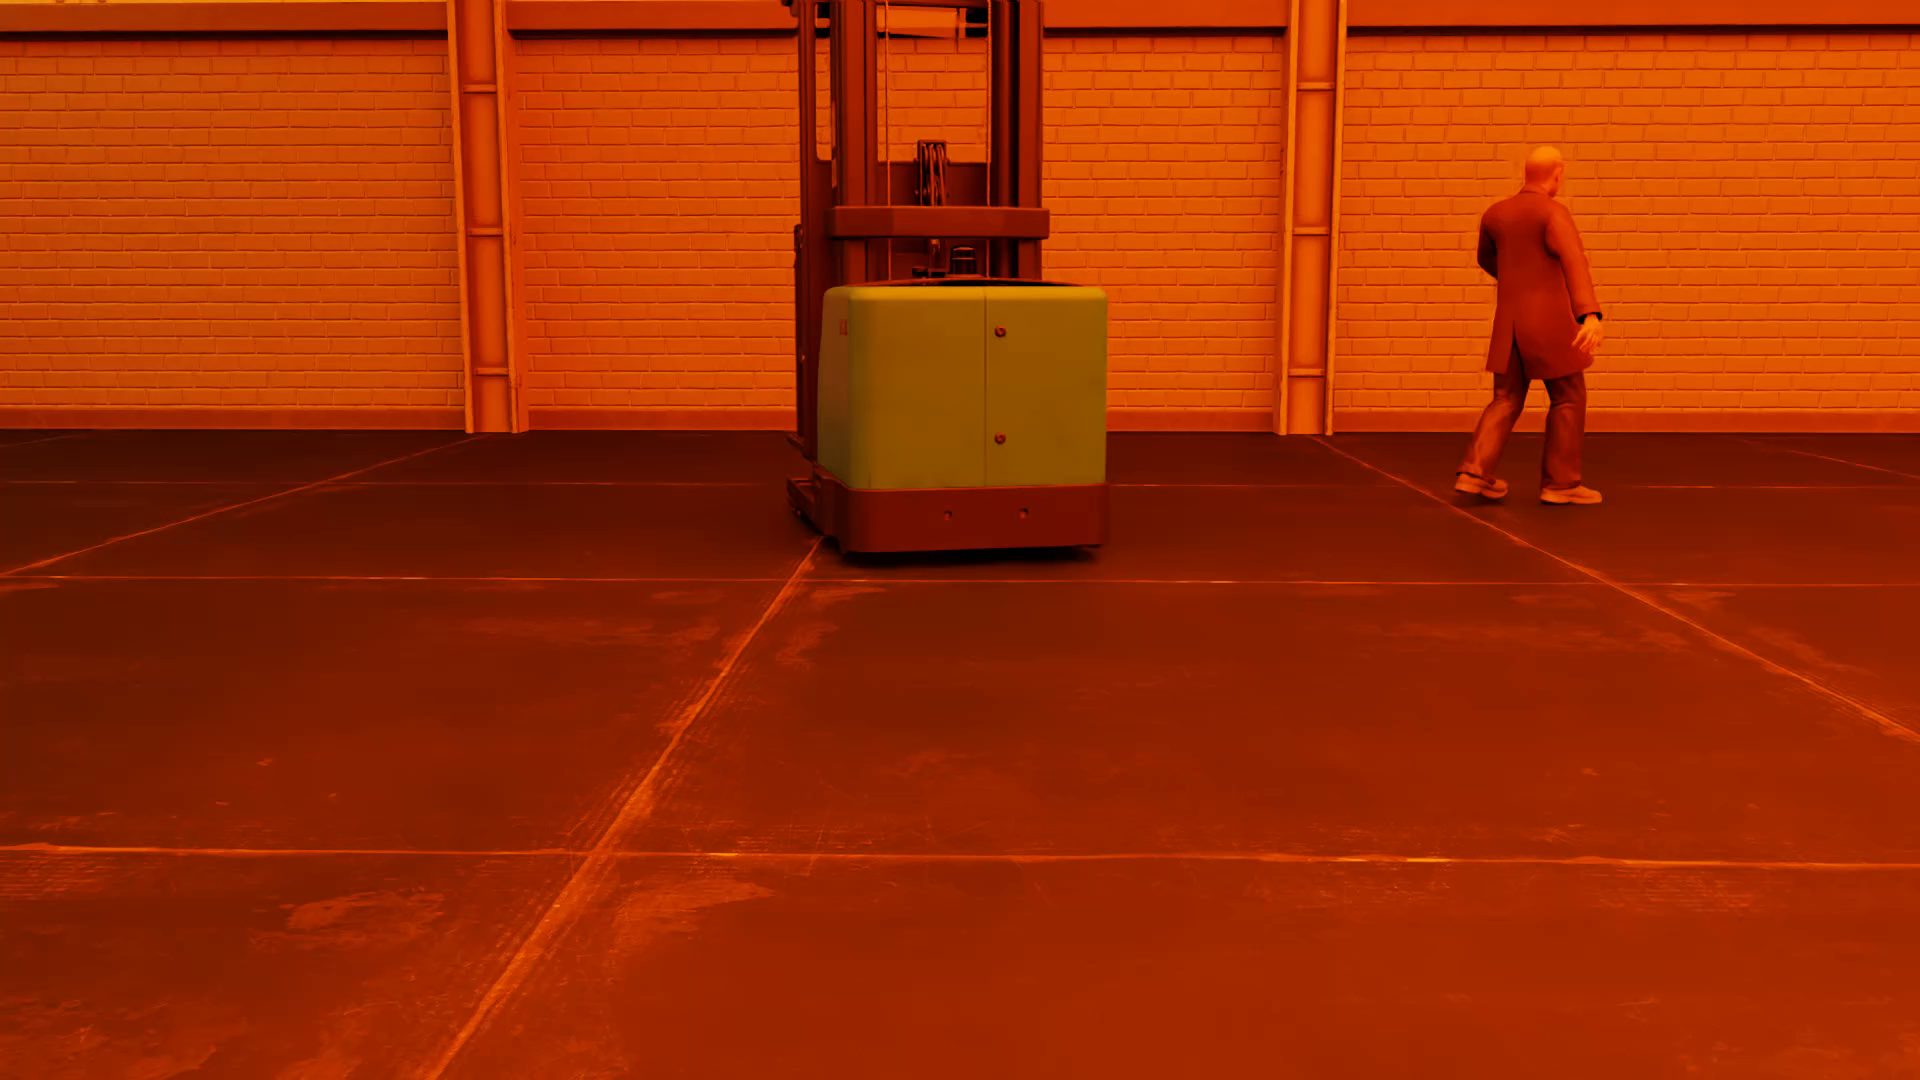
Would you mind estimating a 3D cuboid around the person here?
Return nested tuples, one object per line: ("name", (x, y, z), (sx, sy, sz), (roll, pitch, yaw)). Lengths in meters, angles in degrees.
("person", (2.862, -1.043, 8.193), (0.822, 1.759, 1.004), (-5, 10, -28))

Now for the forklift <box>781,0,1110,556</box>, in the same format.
("forklift", (-0.223, -1.566, 7.675), (1.130, 2.935, 3.031), (-2, 9, -12))
